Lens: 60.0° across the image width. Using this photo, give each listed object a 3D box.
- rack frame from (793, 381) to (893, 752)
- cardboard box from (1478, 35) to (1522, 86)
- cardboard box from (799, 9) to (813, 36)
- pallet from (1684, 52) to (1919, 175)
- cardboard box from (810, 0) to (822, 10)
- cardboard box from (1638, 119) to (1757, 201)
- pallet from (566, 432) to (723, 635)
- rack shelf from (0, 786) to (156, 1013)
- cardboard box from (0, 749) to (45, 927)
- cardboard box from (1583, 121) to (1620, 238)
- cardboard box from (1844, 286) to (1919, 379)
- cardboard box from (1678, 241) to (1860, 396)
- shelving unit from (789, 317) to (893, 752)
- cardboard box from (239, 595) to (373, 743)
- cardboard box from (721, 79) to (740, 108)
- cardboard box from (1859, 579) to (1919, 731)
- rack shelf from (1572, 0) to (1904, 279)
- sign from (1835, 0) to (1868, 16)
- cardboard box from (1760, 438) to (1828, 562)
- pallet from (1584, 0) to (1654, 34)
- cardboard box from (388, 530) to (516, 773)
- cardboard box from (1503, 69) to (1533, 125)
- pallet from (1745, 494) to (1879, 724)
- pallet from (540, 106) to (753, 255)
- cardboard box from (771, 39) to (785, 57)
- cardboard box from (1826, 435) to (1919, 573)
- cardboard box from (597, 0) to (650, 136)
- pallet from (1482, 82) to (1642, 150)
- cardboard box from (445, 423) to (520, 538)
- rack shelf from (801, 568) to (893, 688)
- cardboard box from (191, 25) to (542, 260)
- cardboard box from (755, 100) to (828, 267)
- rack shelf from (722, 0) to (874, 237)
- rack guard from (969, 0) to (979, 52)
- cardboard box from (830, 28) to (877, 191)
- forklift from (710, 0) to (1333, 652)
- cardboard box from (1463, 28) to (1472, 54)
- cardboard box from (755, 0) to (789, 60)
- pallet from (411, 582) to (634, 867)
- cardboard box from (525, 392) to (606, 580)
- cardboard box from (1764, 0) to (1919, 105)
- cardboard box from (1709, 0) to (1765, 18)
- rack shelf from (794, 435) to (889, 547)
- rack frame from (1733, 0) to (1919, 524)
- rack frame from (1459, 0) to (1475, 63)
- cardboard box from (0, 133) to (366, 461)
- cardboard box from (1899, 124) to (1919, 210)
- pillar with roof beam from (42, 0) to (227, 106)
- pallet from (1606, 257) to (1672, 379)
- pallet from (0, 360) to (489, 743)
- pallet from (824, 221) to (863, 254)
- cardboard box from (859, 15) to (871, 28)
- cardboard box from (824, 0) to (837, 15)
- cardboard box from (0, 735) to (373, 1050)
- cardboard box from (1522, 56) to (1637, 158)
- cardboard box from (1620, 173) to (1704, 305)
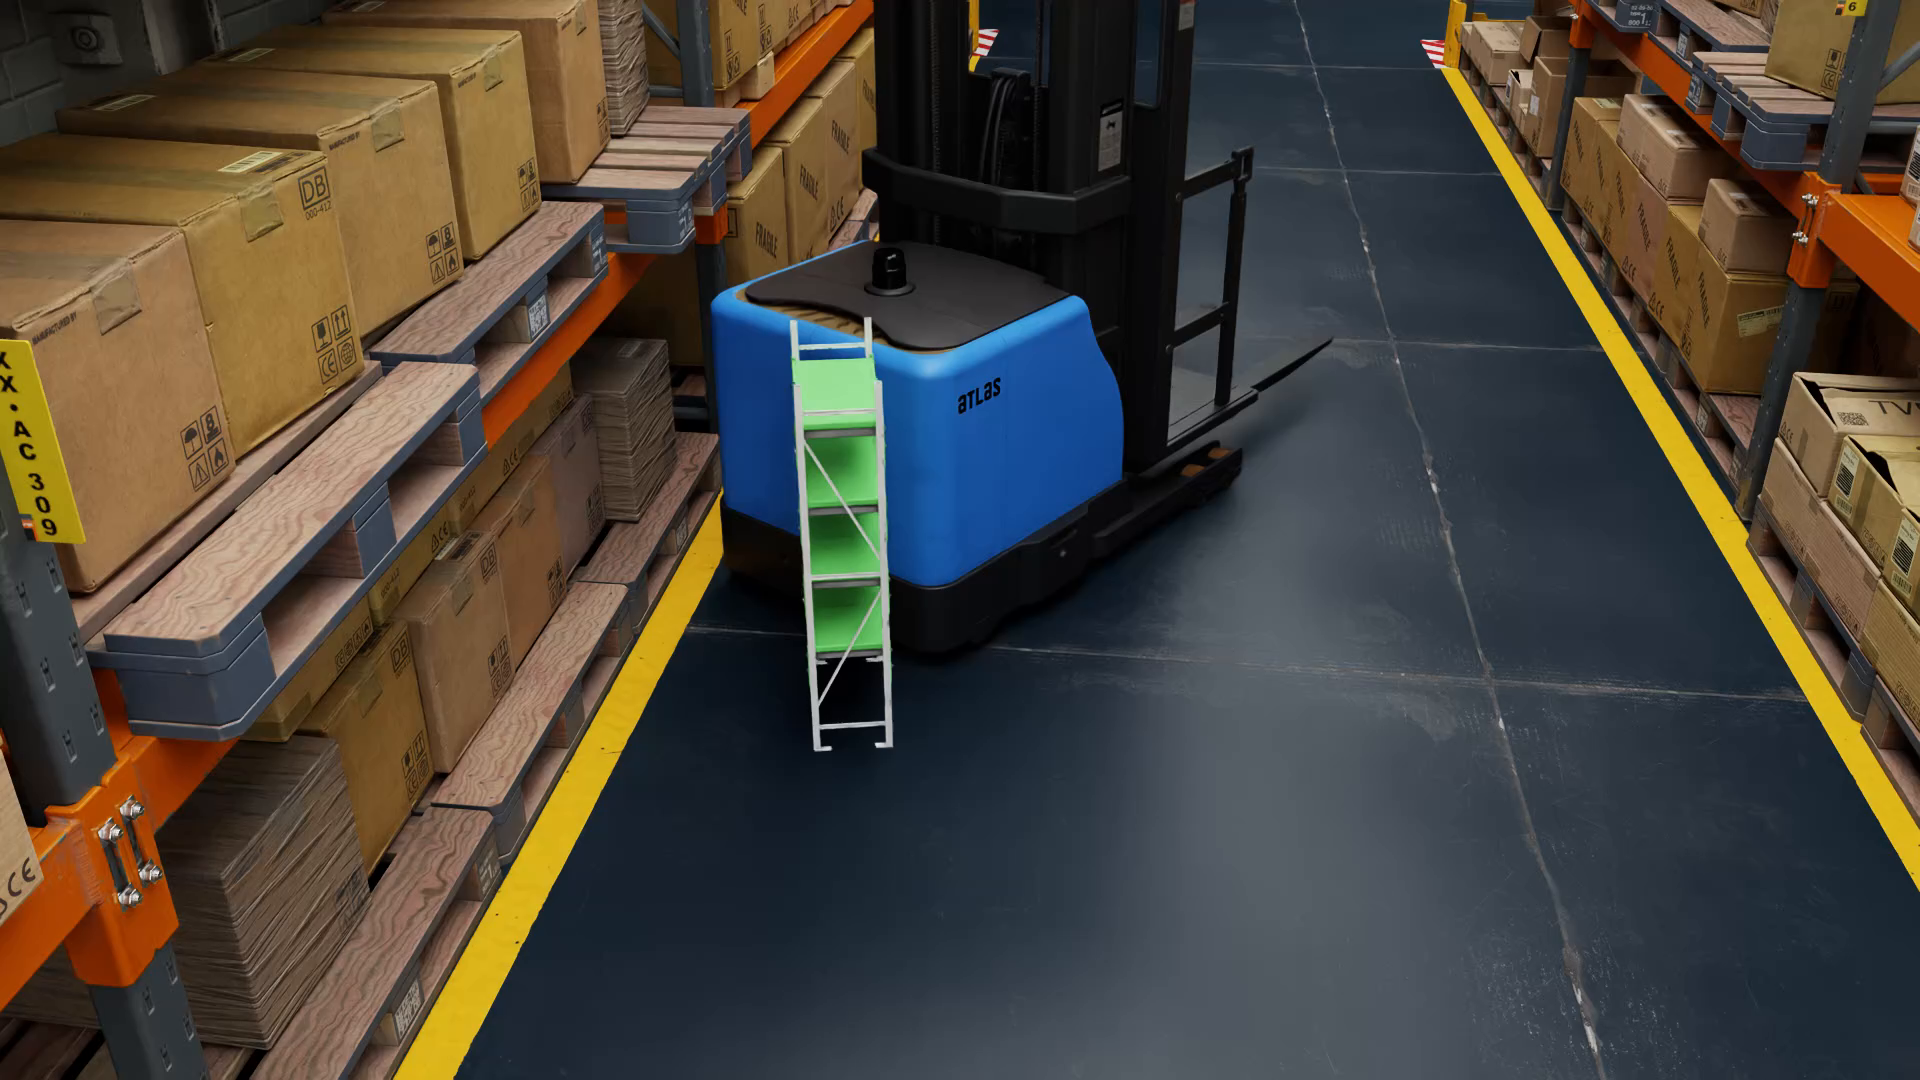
[{"bbox_3d":[-0.328,0.106,4.787,0.240,1.200,0.015,-3,28,-5],"label":"rack frame"},{"bbox_3d":[4.009,-3.423,11.877,0.500,0.250,0.500,3,28,6],"label":"cardboard box"},{"bbox_3d":[-0.931,-2.556,8.076,0.380,0.149,0.250,4,29,8],"label":"cardboard box"},{"bbox_3d":[3.513,-1.623,6.302,1.213,0.211,1.003,3,28,6],"label":"pallet"},{"bbox_3d":[-0.912,-2.793,7.832,0.500,0.500,0.500,4,29,8],"label":"cardboard box"},{"bbox_3d":[3.505,-1.770,7.754,0.500,0.250,0.500,3,28,5],"label":"cardboard box"},{"bbox_3d":[-1.515,-0.075,6.167,1.003,0.211,1.213,3,28,6],"label":"pallet"},{"bbox_3d":[-2.153,1.470,1.116,1.077,0.370,4.000,3,28,6],"label":"rack shelf"},{"bbox_3d":[-1.665,0.510,2.278,0.500,0.250,0.500,3,29,6],"label":"cardboard box"},{"bbox_3d":[3.634,-1.895,8.777,0.500,0.500,0.500,4,29,7],"label":"cardboard box"},{"bbox_3d":[3.839,-0.675,6.513,0.500,0.500,0.500,5,29,8],"label":"cardboard box"},{"bbox_3d":[3.381,-0.932,6.988,0.500,0.500,0.500,4,29,8],"label":"cardboard box"},{"bbox_3d":[-0.355,-0.009,5.001,0.258,1.200,0.503,-3,28,-5],"label":"shelving unit"},{"bbox_3d":[-1.783,0.234,4.034,0.500,0.250,0.500,3,28,5],"label":"cardboard box"},{"bbox_3d":[-1.108,-1.828,6.725,0.380,0.149,0.250,4,29,7],"label":"cardboard box"},{"bbox_3d":[3.025,0.352,4.890,0.500,0.250,0.500,3,28,5],"label":"cardboard box"},{"bbox_3d":[3.745,-2.009,7.575,1.077,0.370,4.000,3,28,6],"label":"rack shelf"},{"bbox_3d":[2.960,-1.886,5.452,0.100,0.325,0.005,3,28,6],"label":"sign"},{"bbox_3d":[3.144,-0.129,5.784,0.500,0.250,0.500,3,28,6],"label":"cardboard box"},{"bbox_3d":[3.783,-2.813,8.511,1.003,0.211,1.213,3,28,6],"label":"pallet"},{"bbox_3d":[-1.718,0.288,4.725,0.700,0.500,0.500,4,29,7],"label":"cardboard box"},{"bbox_3d":[3.870,-2.915,10.869,0.500,0.311,0.500,3,28,6],"label":"cardboard box"},{"bbox_3d":[3.360,0.228,5.603,1.003,0.211,1.213,3,28,6],"label":"pallet"},{"bbox_3d":[-1.399,-1.244,5.600,1.213,0.211,1.003,3,28,6],"label":"pallet"},{"bbox_3d":[-1.017,-2.318,7.633,0.380,0.149,0.250,4,29,7],"label":"cardboard box"},{"bbox_3d":[3.088,-0.128,5.191,0.500,0.311,0.500,3,28,5],"label":"cardboard box"},{"bbox_3d":[-1.465,-1.686,5.648,0.700,0.500,0.500,0,28,0],"label":"cardboard box"},{"bbox_3d":[4.222,-2.939,11.482,1.003,0.211,1.213,3,28,6],"label":"pallet"},{"bbox_3d":[-1.644,-0.245,4.923,0.500,0.250,0.500,3,28,6],"label":"cardboard box"},{"bbox_3d":[-0.353,0.258,5.145,0.258,0.148,0.480,-3,28,-5],"label":"rack shelf"},{"bbox_3d":[-1.596,-1.099,4.557,0.700,0.500,0.500,3,28,6],"label":"cardboard box"},{"bbox_3d":[-1.083,-1.660,7.992,0.750,0.750,0.750,3,28,6],"label":"cardboard box"},{"bbox_3d":[-1.172,-2.295,8.106,1.077,0.370,4.000,3,28,6],"label":"rack shelf"},{"bbox_3d":[-0.434,-4.347,13.792,1.175,0.500,0.348,3,28,6],"label":"rack guard"},{"bbox_3d":[-0.878,-2.478,9.511,0.750,0.750,0.750,4,29,7],"label":"cardboard box"},{"bbox_3d":[0.471,-1.555,6.045,1.130,2.935,3.031,21,35,34],"label":"forklift"},{"bbox_3d":[4.057,-3.802,12.667,0.380,0.166,0.250,3,28,6],"label":"cardboard box"},{"bbox_3d":[-1.030,-2.314,6.943,0.500,0.500,0.500,4,29,8],"label":"cardboard box"},{"bbox_3d":[-1.667,0.497,5.104,1.003,0.211,1.213,3,28,6],"label":"pallet"},{"bbox_3d":[-1.632,-0.186,5.604,0.700,0.500,0.500,3,28,6],"label":"cardboard box"},{"bbox_3d":[3.465,-1.916,6.096,0.700,0.500,0.500,-6,29,-11],"label":"cardboard box"},{"bbox_3d":[3.834,-2.661,7.478,0.700,0.500,0.500,-4,29,-7],"label":"cardboard box"},{"bbox_3d":[-0.355,-0.164,4.917,0.258,0.148,0.480,-3,28,-5],"label":"rack shelf"},{"bbox_3d":[3.499,-1.384,5.657,1.000,3.000,0.127,3,28,6],"label":"rack frame"},{"bbox_3d":[4.480,-5.150,12.647,1.000,3.000,0.127,3,28,6],"label":"rack frame"},{"bbox_3d":[-1.736,-0.526,3.494,0.700,0.500,0.500,6,29,11],"label":"cardboard box"},{"bbox_3d":[3.412,-1.177,5.365,0.500,0.311,0.500,5,29,9],"label":"cardboard box"},{"bbox_3d":[1.837,-3.500,3.258,9.100,9.000,0.400,3,28,6],"label":"pillar with roof beam"},{"bbox_3d":[3.780,-1.079,8.030,1.003,0.211,1.213,3,28,6],"label":"pallet"},{"bbox_3d":[-1.669,-0.055,3.391,1.003,0.211,1.213,3,28,6],"label":"pallet"},{"bbox_3d":[-1.094,-1.382,8.593,1.003,0.211,1.213,3,28,6],"label":"pallet"},{"bbox_3d":[-0.511,-3.420,10.944,0.380,0.149,0.250,4,29,8],"label":"cardboard box"},{"bbox_3d":[-0.842,-2.798,8.524,0.380,0.149,0.250,3,28,6],"label":"cardboard box"},{"bbox_3d":[-1.834,0.772,3.827,0.700,0.500,0.500,4,29,8],"label":"cardboard box"},{"bbox_3d":[3.778,-2.645,10.169,0.500,0.500,0.500,3,28,6],"label":"cardboard box"},{"bbox_3d":[3.503,-1.422,7.899,0.500,0.500,0.500,2,28,4],"label":"cardboard box"}]
